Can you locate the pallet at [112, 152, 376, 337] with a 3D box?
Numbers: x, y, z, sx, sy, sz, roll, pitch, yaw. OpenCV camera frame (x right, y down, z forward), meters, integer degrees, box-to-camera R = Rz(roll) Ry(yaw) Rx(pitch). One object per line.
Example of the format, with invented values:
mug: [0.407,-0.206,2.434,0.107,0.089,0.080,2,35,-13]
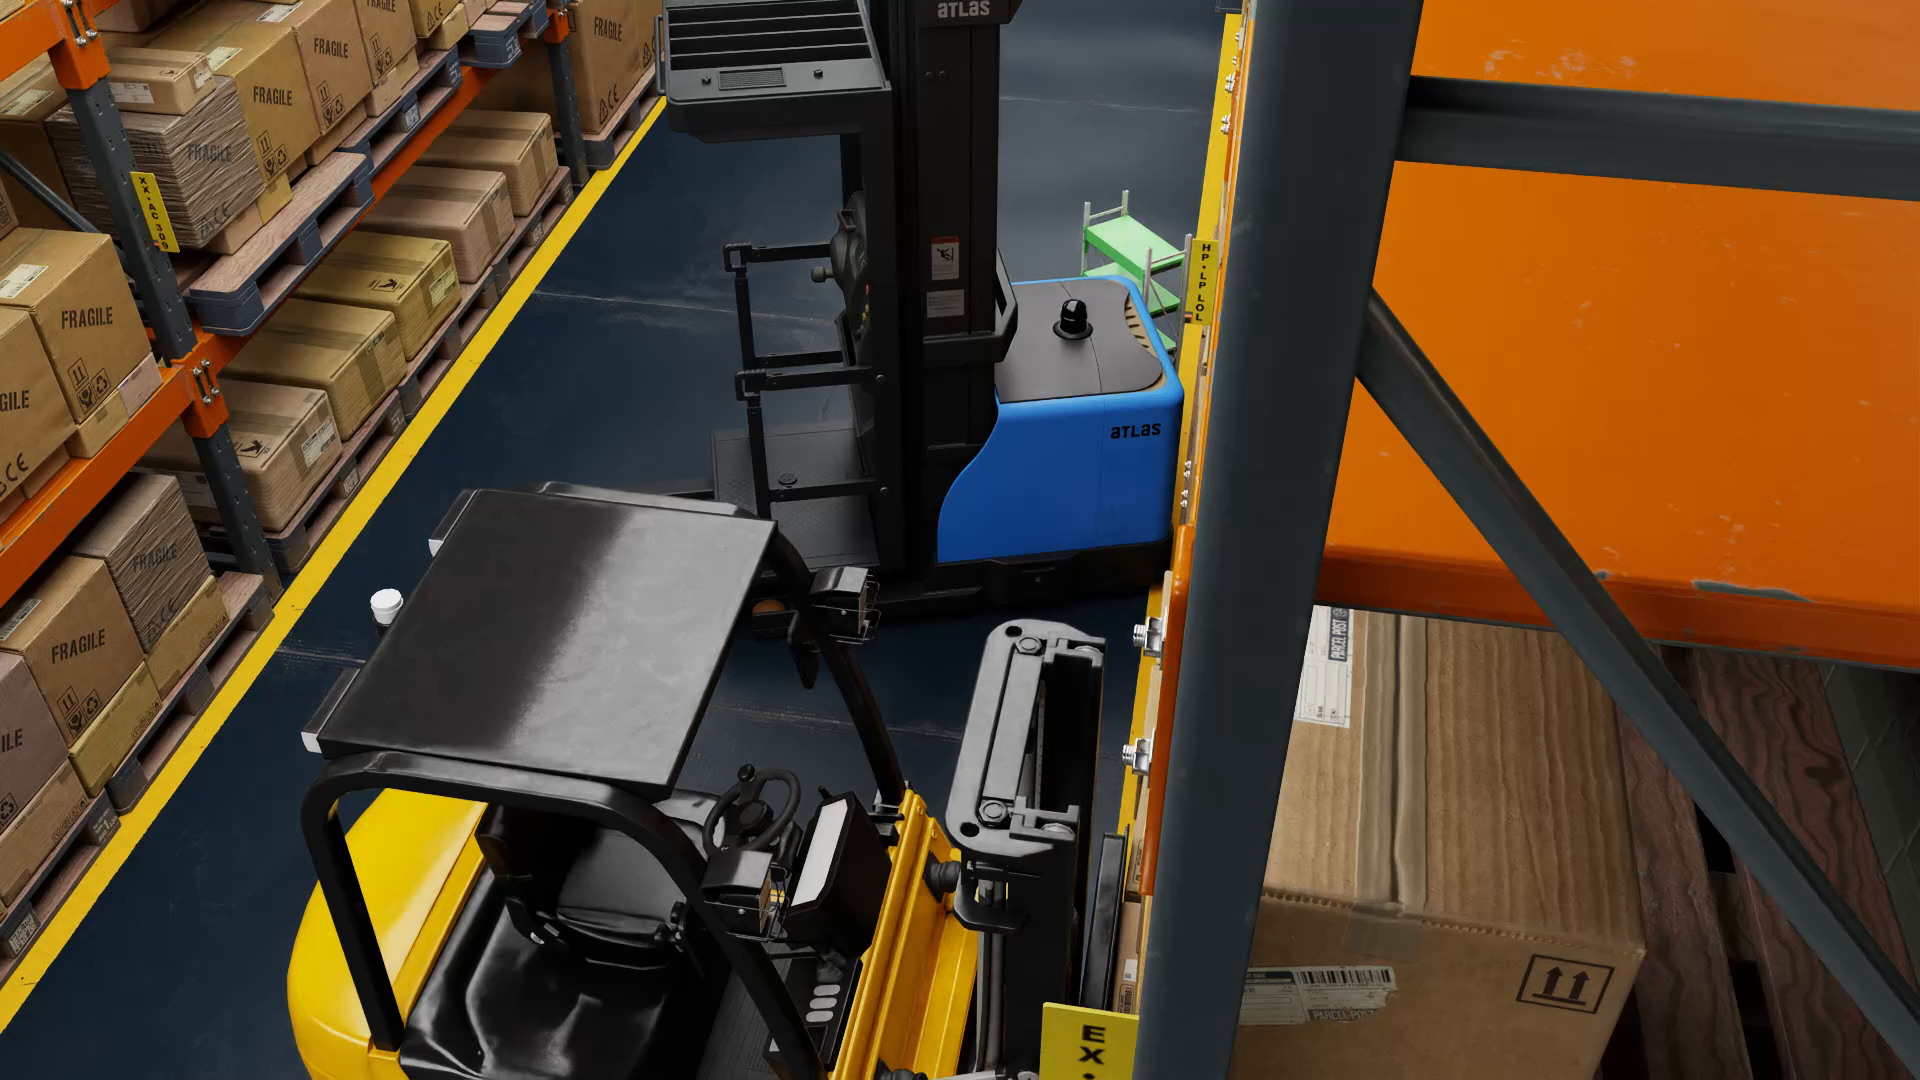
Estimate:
pallet: [-3.260,-1.330,7.155,1.003,0.211,1.213,6,40,8]

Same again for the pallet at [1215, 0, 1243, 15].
pallet: [2.095,-3.265,9.495,1.213,0.211,1.003,6,40,8]

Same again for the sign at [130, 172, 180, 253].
sign: [-3.000,-1.219,6.190,0.100,0.325,0.005,6,40,8]

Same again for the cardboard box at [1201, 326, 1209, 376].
cardboard box: [1.184,-0.682,6.339,0.500,0.250,0.500,7,40,9]

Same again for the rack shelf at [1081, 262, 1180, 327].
rack shelf: [0.817,-1.152,7.925,0.258,0.148,0.480,-21,44,-24]

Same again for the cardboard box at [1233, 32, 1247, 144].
cardboard box: [0.970,-1.222,4.182,0.500,0.311,0.500,7,40,9]

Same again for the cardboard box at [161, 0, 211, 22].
cardboard box: [-3.502,-2.205,7.421,0.500,0.500,0.500,8,40,9]

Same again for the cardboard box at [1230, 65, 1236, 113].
cardboard box: [1.356,-1.902,7.109,0.380,0.149,0.250,5,40,6]

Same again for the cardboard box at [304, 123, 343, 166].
cardboard box: [-3.017,-1.816,7.460,0.380,0.149,0.250,7,40,8]

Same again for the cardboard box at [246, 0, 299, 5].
cardboard box: [-3.019,-2.454,7.214,0.380,0.149,0.250,9,40,10]

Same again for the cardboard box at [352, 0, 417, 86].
cardboard box: [-2.908,-2.464,7.735,0.500,0.500,0.500,5,40,6]

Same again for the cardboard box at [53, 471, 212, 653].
cardboard box: [-3.373,0.070,6.551,0.500,0.500,0.500,6,40,7]

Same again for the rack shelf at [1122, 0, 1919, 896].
rack shelf: [1.008,-1.021,2.801,1.077,0.370,4.000,6,40,8]

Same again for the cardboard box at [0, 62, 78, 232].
cardboard box: [-3.681,-1.570,6.654,0.500,0.500,0.500,6,40,7]

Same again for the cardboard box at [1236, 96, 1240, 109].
cardboard box: [0.798,-0.802,3.709,0.396,0.266,0.258,6,40,7]

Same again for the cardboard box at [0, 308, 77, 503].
cardboard box: [-3.450,-0.463,5.644,0.500,0.500,0.500,8,40,9]

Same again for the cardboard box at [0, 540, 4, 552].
cardboard box: [-3.463,0.030,5.557,0.380,0.149,0.250,6,40,7]

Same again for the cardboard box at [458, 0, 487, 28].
cardboard box: [-2.694,-2.787,8.635,0.380,0.149,0.250,5,40,6]

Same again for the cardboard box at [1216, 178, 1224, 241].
cardboard box: [1.269,-1.190,6.560,0.500,0.250,0.500,5,40,7]

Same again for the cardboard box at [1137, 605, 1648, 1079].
cardboard box: [0.499,0.416,2.053,0.500,0.500,0.500,8,40,9]

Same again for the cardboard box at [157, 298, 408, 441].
cardboard box: [-3.326,-0.870,8.181,0.950,0.372,0.625,9,40,10]

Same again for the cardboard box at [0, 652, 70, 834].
cardboard box: [-3.547,0.710,5.778,0.500,0.500,0.500,8,40,10]

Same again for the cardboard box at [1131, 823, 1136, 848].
cardboard box: [0.783,1.210,5.368,0.500,0.250,0.500,6,40,7]

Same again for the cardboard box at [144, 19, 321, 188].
cardboard box: [-3.086,-1.832,6.970,0.500,0.500,0.500,7,40,8]

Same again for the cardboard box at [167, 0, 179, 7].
cardboard box: [-3.547,-2.428,7.182,0.380,0.149,0.250,5,40,6]

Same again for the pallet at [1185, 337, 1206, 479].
pallet: [1.652,-0.555,8.255,1.003,0.211,1.213,6,40,8]

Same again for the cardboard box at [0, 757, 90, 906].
cardboard box: [-3.548,1.012,6.000,0.500,0.250,0.500,7,40,8]

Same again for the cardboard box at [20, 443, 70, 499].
cardboard box: [-3.449,-0.295,5.950,0.380,0.149,0.250,7,40,8]

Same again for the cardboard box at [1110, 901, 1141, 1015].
cardboard box: [0.690,1.348,4.809,0.500,0.250,0.500,6,40,7]

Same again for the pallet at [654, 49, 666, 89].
pallet: [-2.419,-3.625,11.969,1.003,0.211,1.213,6,40,8]

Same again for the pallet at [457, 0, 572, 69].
pallet: [-2.861,-2.917,9.075,1.213,0.211,1.003,6,40,8]

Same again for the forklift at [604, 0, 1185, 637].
forklift: [-0.620,-1.069,6.743,3.031,2.935,1.130,-6,40,-7]

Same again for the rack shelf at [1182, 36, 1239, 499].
rack shelf: [1.700,-1.373,7.621,1.077,0.370,4.000,6,40,8]

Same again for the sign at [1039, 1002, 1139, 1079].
sign: [0.130,0.580,1.708,0.100,0.325,0.005,6,40,8]

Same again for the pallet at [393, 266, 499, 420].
pallet: [-3.193,-1.122,8.941,1.003,0.211,1.213,6,40,8]

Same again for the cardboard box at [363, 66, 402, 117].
cardboard box: [-2.875,-2.132,7.842,0.380,0.149,0.250,8,40,9]

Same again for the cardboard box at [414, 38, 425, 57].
cardboard box: [-2.896,-2.469,8.250,0.380,0.149,0.250,7,40,8]

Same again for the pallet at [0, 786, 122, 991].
pallet: [-3.825,1.328,5.978,1.003,0.211,1.213,6,40,8]

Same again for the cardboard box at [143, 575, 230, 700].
cardboard box: [-3.373,0.359,6.791,0.500,0.250,0.500,8,40,10]

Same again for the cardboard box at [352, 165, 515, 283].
cardboard box: [-3.070,-1.782,9.284,0.950,0.372,0.625,6,40,7]

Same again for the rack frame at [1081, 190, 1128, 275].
rack frame: [0.690,-1.149,8.198,0.240,1.200,0.015,-21,44,-24]

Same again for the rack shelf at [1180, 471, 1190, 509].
rack shelf: [1.008,1.137,4.585,1.077,0.370,4.000,6,40,8]

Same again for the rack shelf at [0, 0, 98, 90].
rack shelf: [-3.881,-0.564,4.288,1.077,0.370,4.000,6,40,8]

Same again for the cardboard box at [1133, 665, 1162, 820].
cardboard box: [0.863,0.706,5.585,0.500,0.250,0.500,6,40,8]

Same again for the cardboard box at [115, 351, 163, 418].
cardboard box: [-3.291,-0.608,6.328,0.380,0.149,0.250,6,40,7]

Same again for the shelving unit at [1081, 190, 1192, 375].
shelving unit: [0.817,-1.016,8.037,0.258,1.200,0.503,-21,44,-24]

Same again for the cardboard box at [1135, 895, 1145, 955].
cardboard box: [0.752,0.776,4.379,0.500,0.500,0.500,7,40,8]

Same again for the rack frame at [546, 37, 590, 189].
rack frame: [-2.843,-3.450,9.569,1.000,3.000,0.127,6,40,8]

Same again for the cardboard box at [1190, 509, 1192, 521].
cardboard box: [0.863,-0.037,4.853,0.380,0.149,0.250,7,40,9]

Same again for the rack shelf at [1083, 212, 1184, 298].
rack shelf: [0.817,-1.337,7.772,0.258,0.148,0.480,-21,44,-24]

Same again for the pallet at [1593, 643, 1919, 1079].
pallet: [0.810,0.552,2.443,1.003,0.211,1.213,6,40,8]

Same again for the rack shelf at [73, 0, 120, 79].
rack shelf: [-3.189,-3.074,7.324,1.077,0.370,4.000,6,40,8]

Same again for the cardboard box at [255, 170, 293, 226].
cardboard box: [-3.077,-1.473,7.045,0.380,0.149,0.250,7,40,9]

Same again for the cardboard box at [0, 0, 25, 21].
cardboard box: [-3.289,-1.767,5.377,0.380,0.149,0.250,7,40,8]

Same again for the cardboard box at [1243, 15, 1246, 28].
cardboard box: [1.641,-2.475,8.114,0.500,0.250,0.500,8,40,9]

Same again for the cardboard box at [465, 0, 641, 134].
cardboard box: [-2.642,-3.218,10.626,0.875,0.875,0.875,6,40,7]

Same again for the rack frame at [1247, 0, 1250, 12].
rack frame: [1.354,-2.707,3.962,1.000,3.000,0.127,6,40,8]
